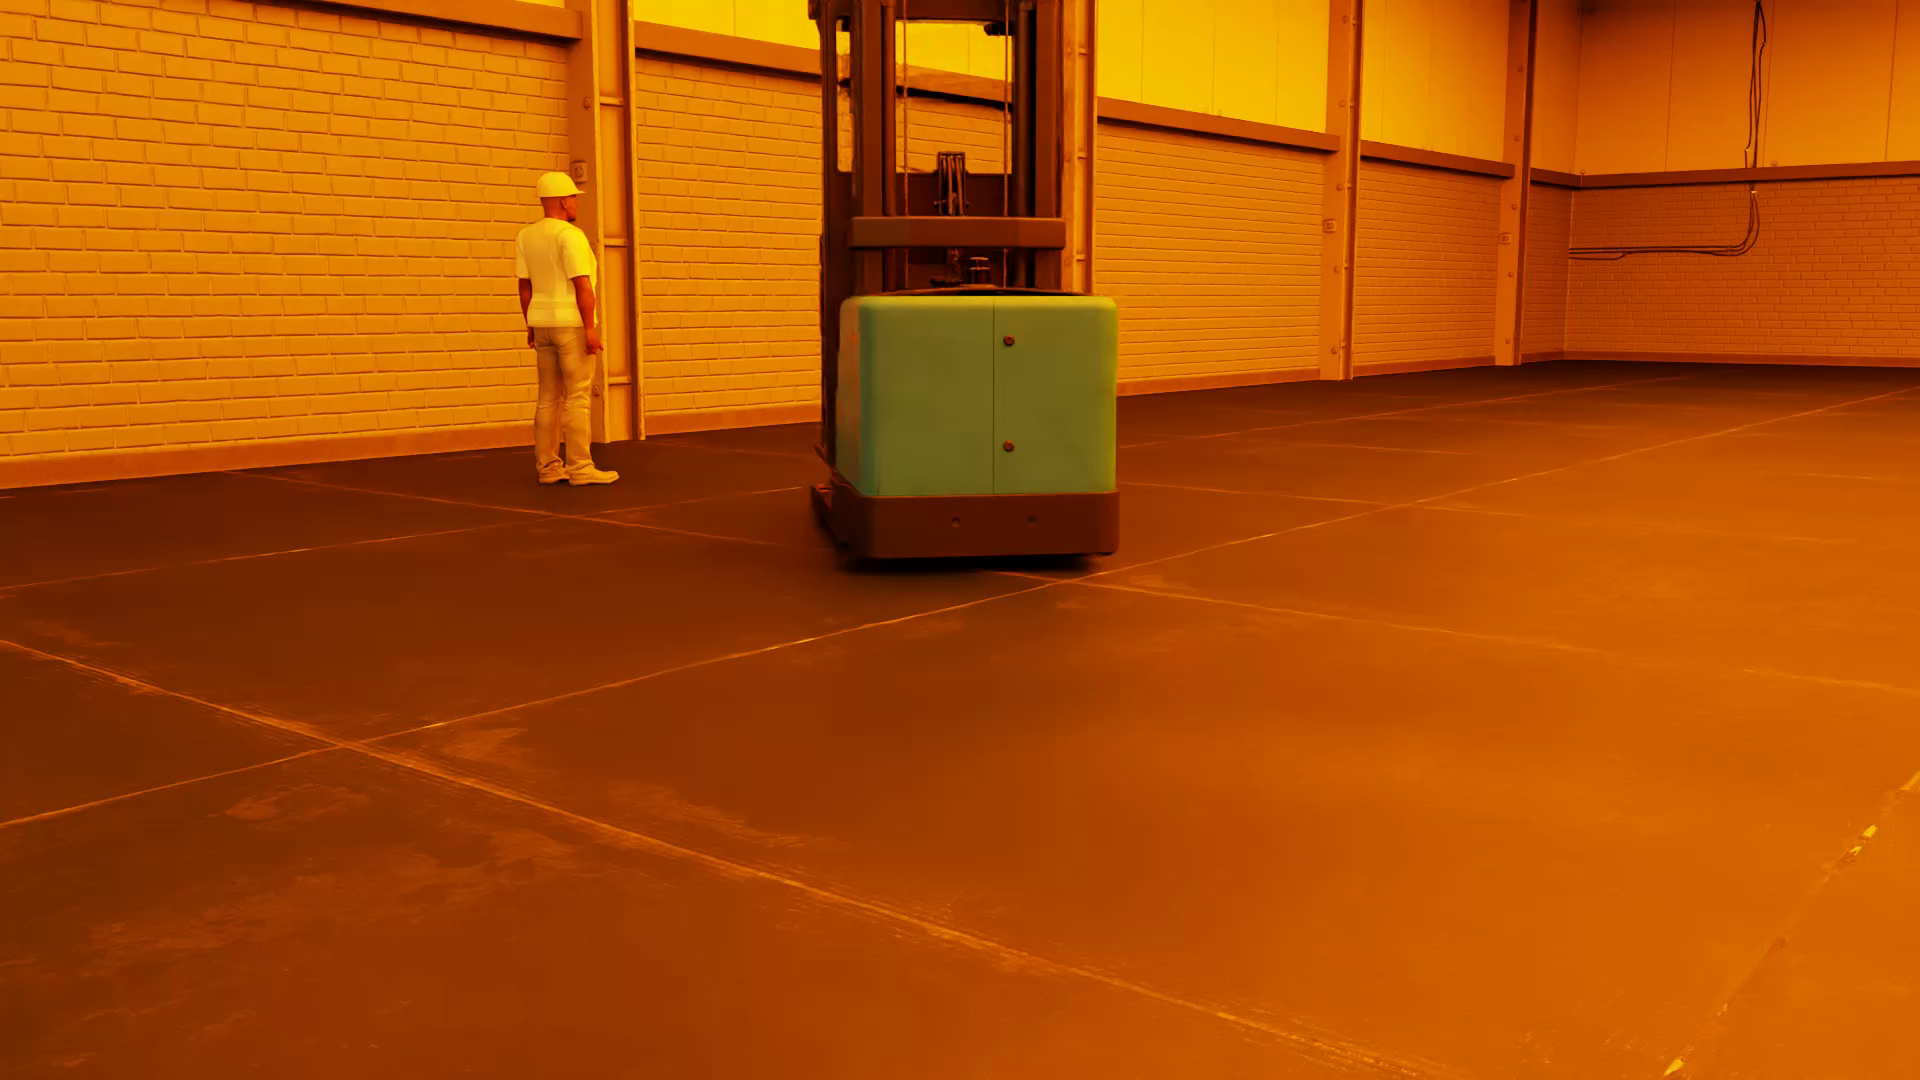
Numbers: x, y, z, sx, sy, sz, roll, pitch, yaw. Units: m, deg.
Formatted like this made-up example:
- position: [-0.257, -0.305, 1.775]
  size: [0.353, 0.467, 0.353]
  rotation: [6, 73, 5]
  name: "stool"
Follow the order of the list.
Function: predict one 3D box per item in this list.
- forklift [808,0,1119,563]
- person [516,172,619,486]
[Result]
- position: [-0.120, -1.533, 7.758]
  size: [1.130, 2.935, 3.031]
  rotation: [-1, 8, -9]
  name: "forklift"
- position: [-2.271, -1.210, 9.566]
  size: [0.562, 1.771, 0.370]
  rotation: [6, 10, 35]
  name: "person"
